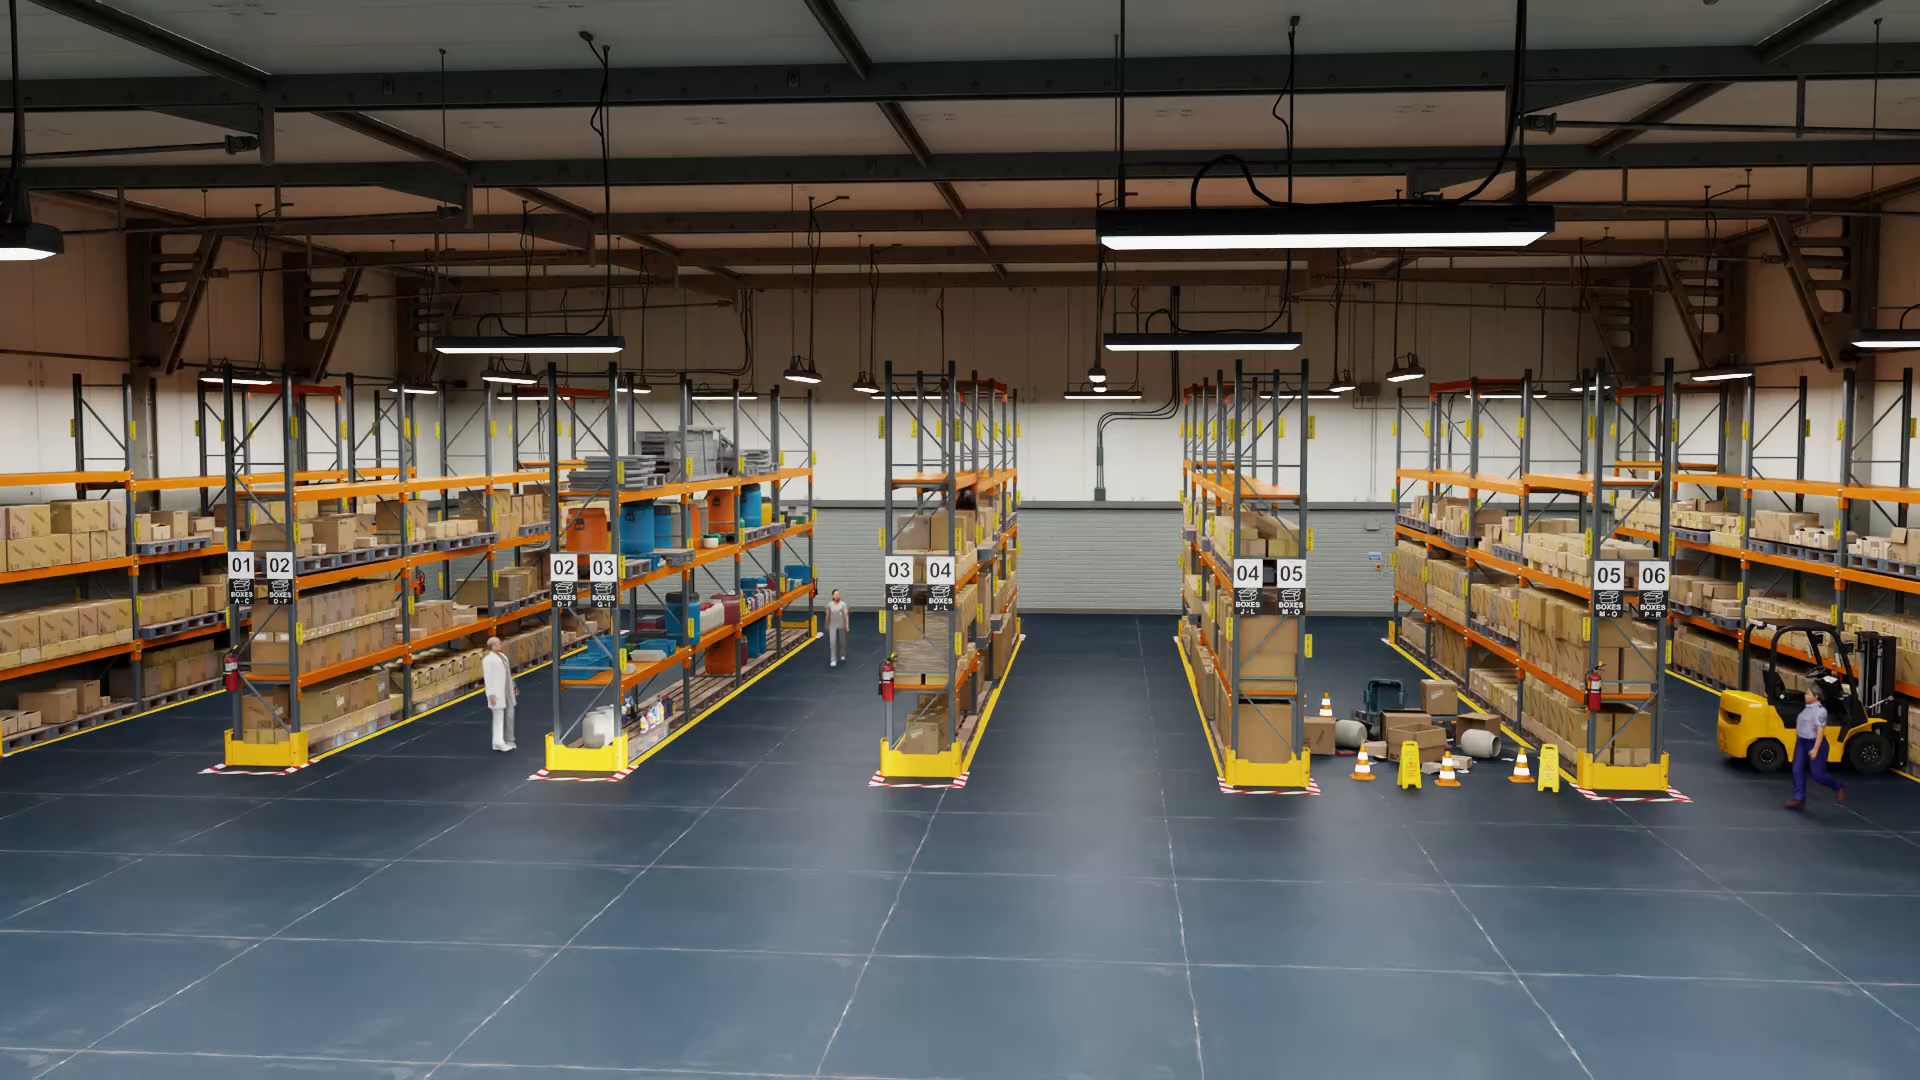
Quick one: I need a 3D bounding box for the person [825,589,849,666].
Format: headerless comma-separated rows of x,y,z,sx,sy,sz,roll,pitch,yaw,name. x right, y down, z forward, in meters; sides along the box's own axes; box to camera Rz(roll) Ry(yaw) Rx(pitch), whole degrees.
-2.632,1.859,35.517,0.548,1.621,1.064,0,4,1,person

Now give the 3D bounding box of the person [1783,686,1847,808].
11.309,2.786,21.976,0.711,1.539,0.481,-1,4,-17,person

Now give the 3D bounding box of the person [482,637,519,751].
-7.192,2.426,26.125,0.490,1.822,0.651,2,4,30,person
